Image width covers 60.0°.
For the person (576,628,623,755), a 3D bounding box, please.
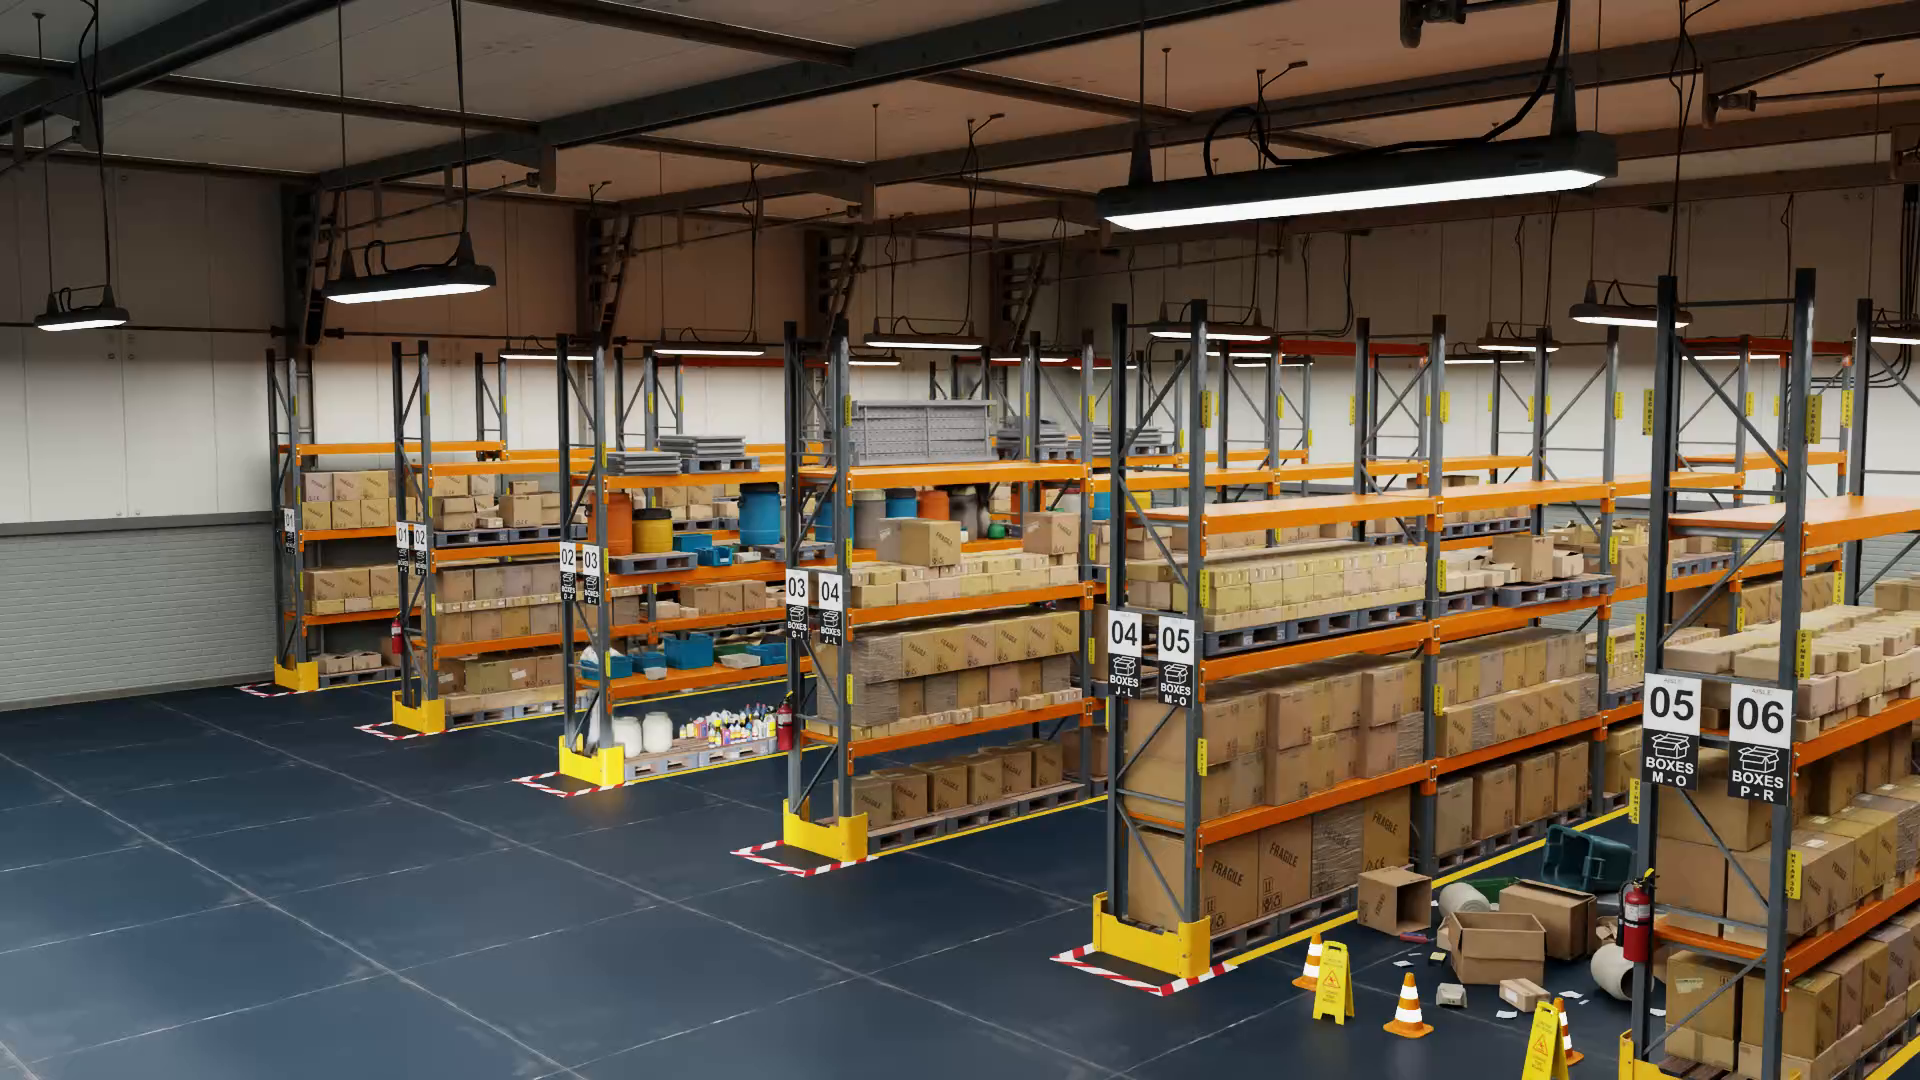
[{"bbox_3d":[-5.254,2.160,24.249,0.650,1.795,0.959,3,6,30],"label":"person"}]
